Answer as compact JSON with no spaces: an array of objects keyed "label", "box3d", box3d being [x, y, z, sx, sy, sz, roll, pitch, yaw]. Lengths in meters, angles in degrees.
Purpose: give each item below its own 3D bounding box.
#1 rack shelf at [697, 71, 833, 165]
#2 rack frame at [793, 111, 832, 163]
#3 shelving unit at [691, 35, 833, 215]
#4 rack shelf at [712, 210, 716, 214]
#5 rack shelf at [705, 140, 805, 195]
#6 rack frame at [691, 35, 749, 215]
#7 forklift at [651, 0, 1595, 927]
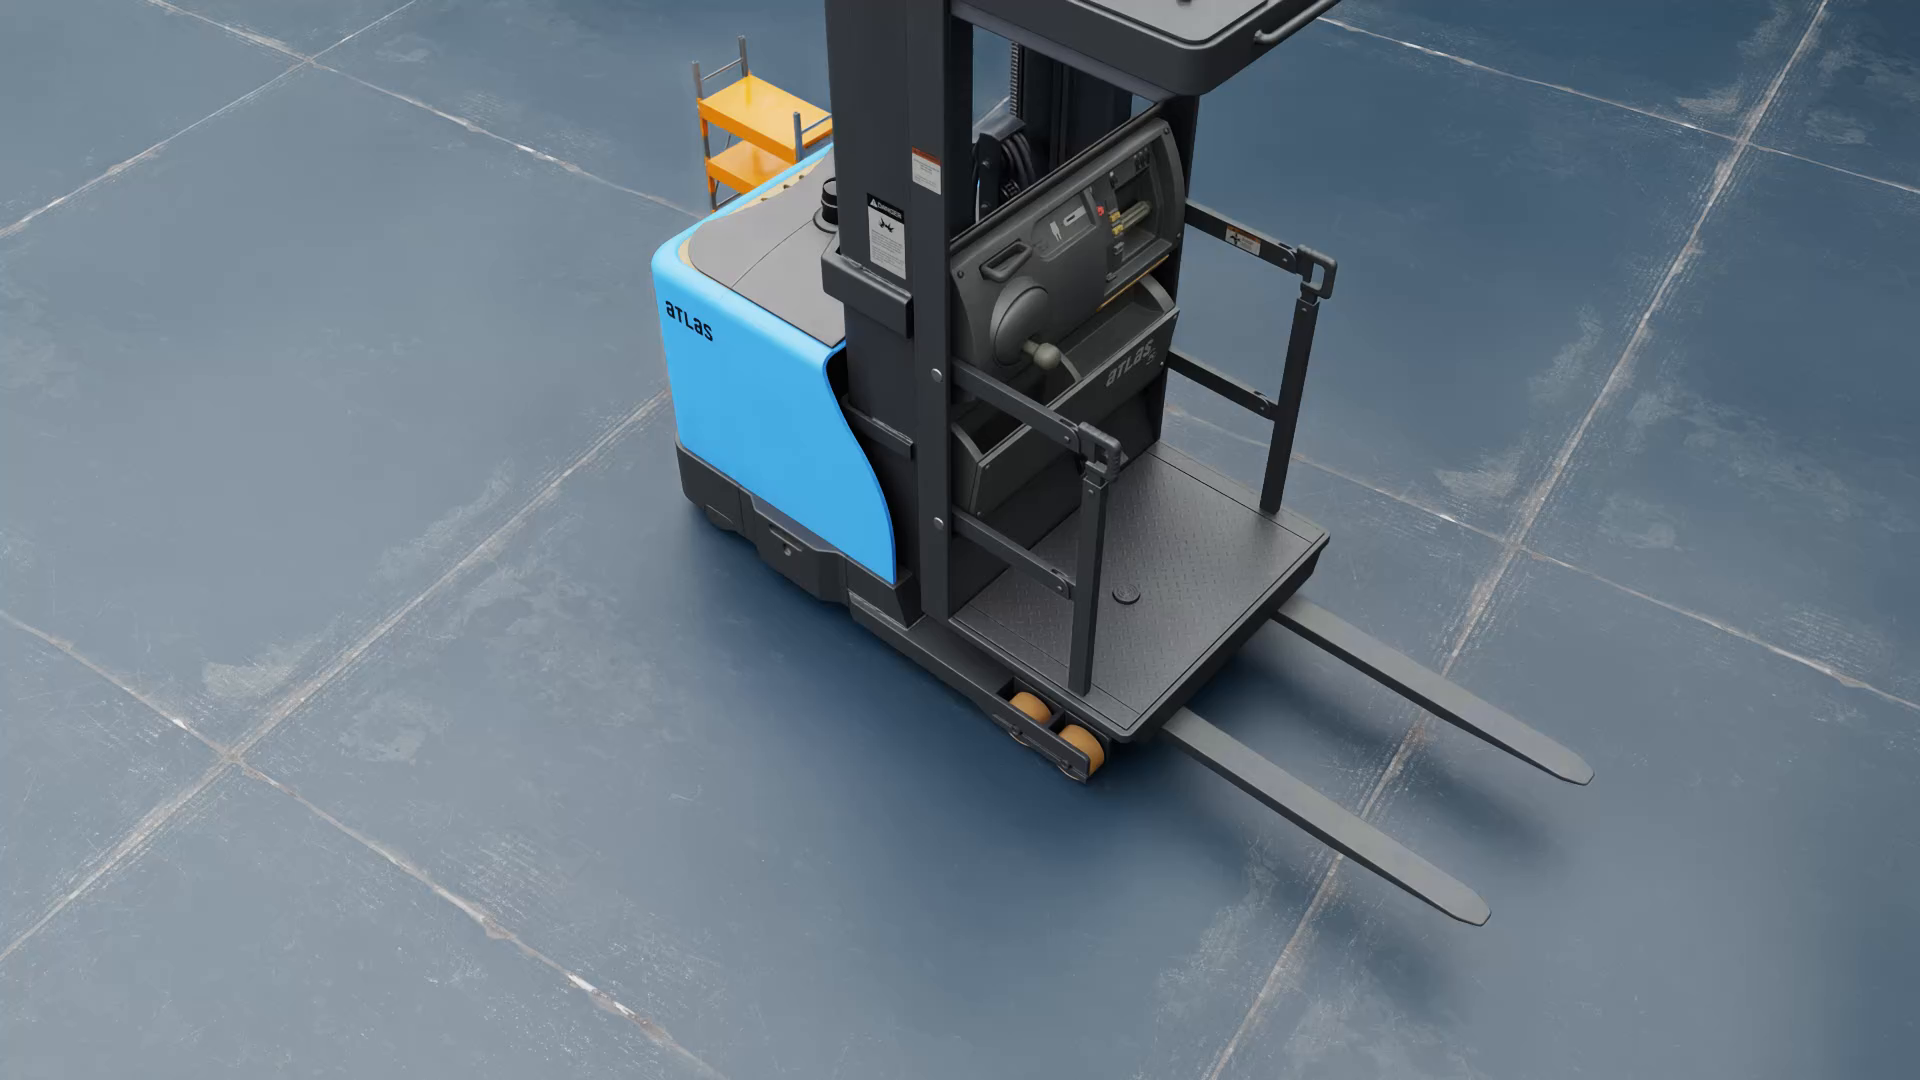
[{"label":"rack shelf","box3d":[-0.646,-1.427,5.753,0.480,0.148,0.258,32,54,27]},{"label":"rack frame","box3d":[-0.462,-1.039,5.923,0.015,1.200,0.240,32,54,27]},{"label":"shelving unit","box3d":[-0.646,-1.154,6.034,0.503,1.200,0.258,32,54,27]},{"label":"rack shelf","box3d":[-0.646,-1.107,6.083,0.480,0.148,0.258,32,54,27]},{"label":"rack shelf","box3d":[-0.646,-1.263,5.922,0.480,0.148,0.258,32,54,27]},{"label":"rack frame","box3d":[-0.830,-1.269,6.146,0.015,1.200,0.240,32,54,27]},{"label":"forklift","box3d":[0.470,-0.728,4.414,3.031,2.935,1.130,32,54,27]}]
